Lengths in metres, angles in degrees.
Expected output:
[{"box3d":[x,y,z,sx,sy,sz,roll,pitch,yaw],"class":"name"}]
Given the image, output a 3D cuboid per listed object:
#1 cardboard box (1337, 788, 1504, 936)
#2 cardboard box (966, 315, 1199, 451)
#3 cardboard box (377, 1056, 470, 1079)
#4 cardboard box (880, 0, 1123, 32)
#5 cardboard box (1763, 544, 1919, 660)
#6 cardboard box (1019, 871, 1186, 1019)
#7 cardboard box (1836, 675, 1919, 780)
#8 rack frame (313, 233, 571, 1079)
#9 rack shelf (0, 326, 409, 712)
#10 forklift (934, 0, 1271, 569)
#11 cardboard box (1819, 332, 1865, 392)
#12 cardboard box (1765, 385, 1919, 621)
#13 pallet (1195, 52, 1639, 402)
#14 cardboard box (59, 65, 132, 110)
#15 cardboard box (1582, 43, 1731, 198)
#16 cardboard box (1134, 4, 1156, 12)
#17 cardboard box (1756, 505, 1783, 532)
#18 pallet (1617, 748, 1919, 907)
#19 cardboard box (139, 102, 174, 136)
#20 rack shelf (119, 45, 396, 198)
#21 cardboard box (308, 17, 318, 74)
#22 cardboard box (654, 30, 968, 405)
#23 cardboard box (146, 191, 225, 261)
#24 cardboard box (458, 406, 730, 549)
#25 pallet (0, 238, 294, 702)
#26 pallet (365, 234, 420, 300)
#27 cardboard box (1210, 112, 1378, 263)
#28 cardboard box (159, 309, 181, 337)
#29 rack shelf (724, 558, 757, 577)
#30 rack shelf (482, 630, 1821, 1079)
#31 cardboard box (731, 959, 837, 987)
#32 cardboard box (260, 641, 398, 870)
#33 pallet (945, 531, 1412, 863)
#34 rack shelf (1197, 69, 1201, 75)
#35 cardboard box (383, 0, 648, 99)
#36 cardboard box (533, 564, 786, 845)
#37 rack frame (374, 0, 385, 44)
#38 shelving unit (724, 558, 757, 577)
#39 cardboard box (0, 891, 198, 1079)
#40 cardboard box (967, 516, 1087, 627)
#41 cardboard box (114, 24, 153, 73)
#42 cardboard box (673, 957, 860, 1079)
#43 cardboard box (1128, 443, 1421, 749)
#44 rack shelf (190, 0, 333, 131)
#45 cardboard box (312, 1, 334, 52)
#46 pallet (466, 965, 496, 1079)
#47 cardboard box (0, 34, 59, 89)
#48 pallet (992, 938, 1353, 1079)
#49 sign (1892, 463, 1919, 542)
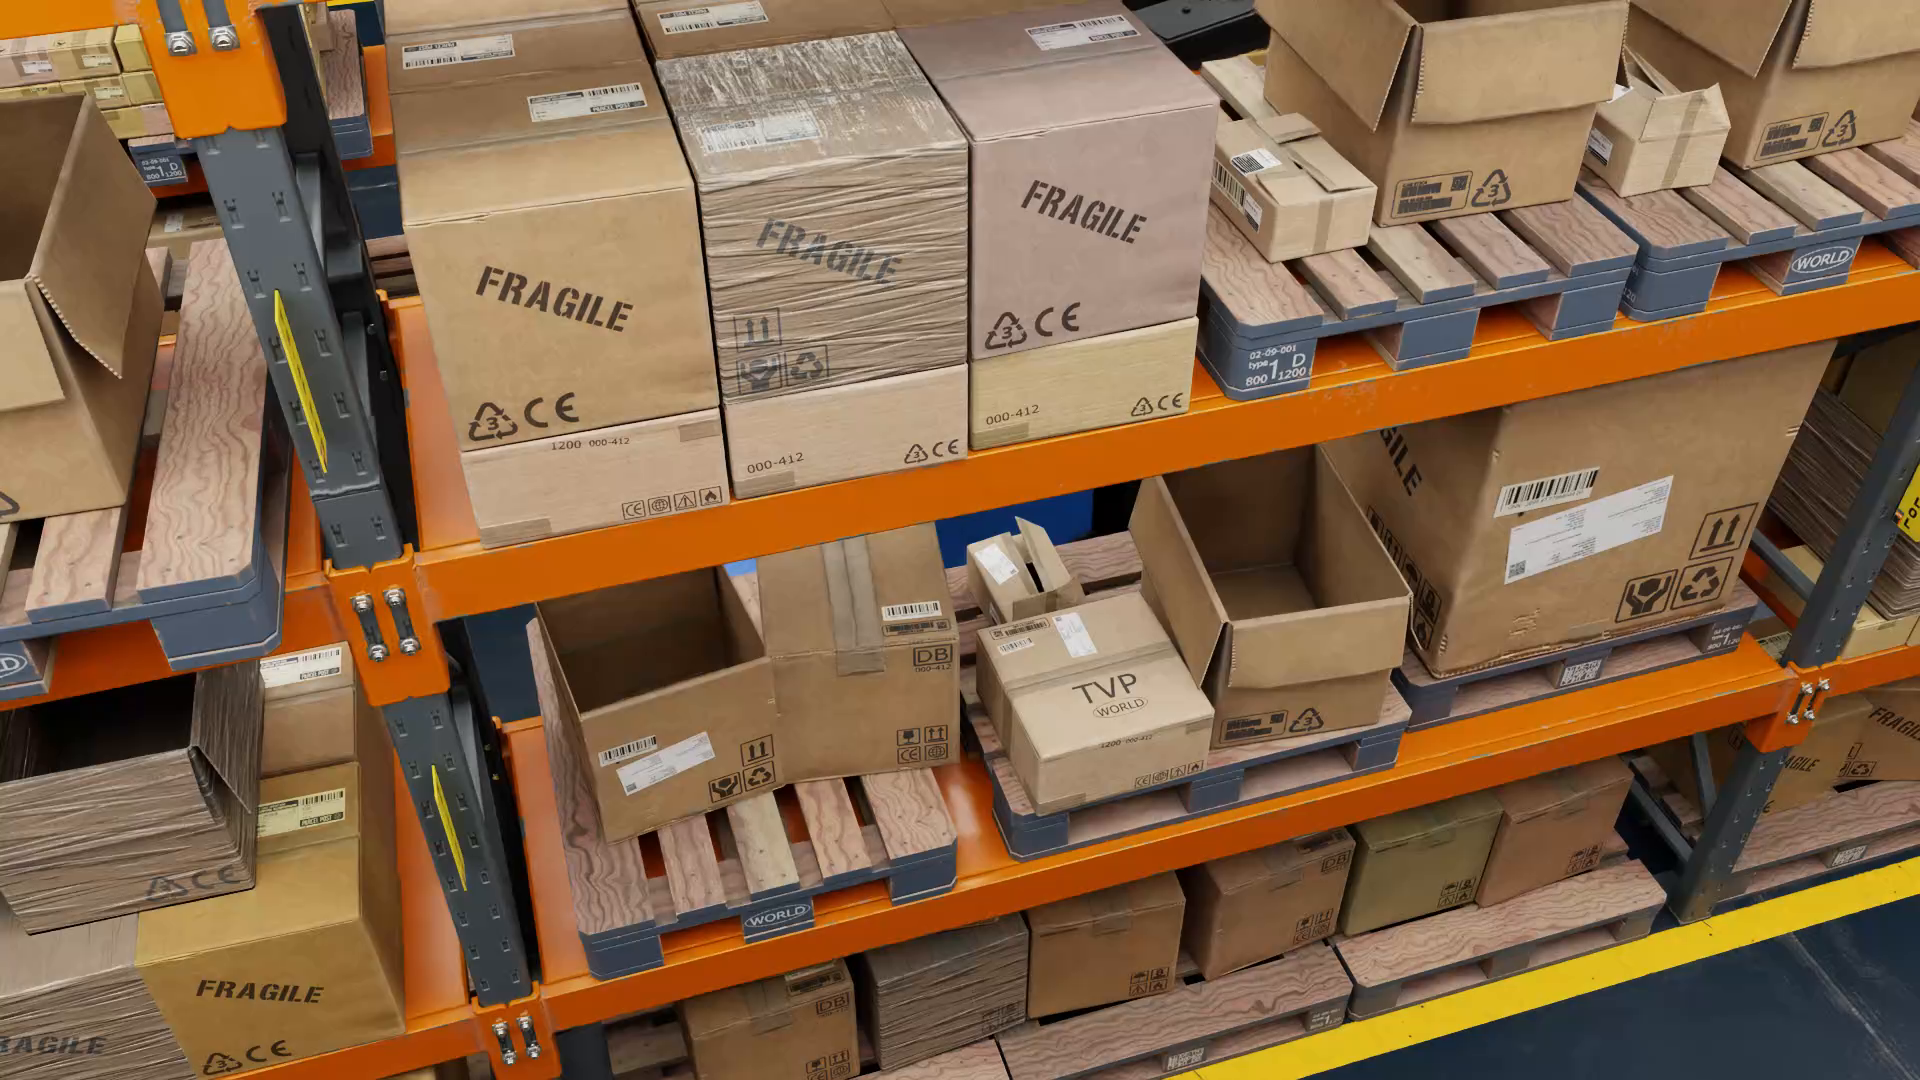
[{"box3d":[1.456,0.908,5.846,0.500,0.500,0.700,-12,43,-13],"class":"cardboard box"},{"box3d":[0.196,-0.483,3.707,0.500,0.250,0.500,-11,42,-12],"class":"cardboard box"},{"box3d":[-1.971,1.497,4.901,0.875,0.875,1.225,-14,43,-15],"class":"cardboard box"},{"box3d":[0.036,-1.071,3.810,0.500,0.500,0.500,-11,42,-12],"class":"cardboard box"},{"box3d":[2.804,0.182,5.302,0.250,0.149,0.380,-12,42,-13],"class":"cardboard box"},{"box3d":[0.391,1.129,5.593,0.500,0.500,0.700,-8,42,-9],"class":"cardboard box"},{"box3d":[3.447,0.553,6.268,0.500,0.500,0.500,1,41,1],"class":"cardboard box"},{"box3d":[-1.306,0.732,4.482,0.127,3.000,1.000,-12,42,-13],"class":"rack frame"},{"box3d":[-3.214,0.269,3.279,4.000,0.370,1.077,-12,42,-13],"class":"rack shelf"},{"box3d":[0.630,-1.359,6.927,3.031,2.935,1.130,-26,47,-26],"class":"forklift"},{"box3d":[2.856,-0.846,5.226,0.500,0.500,0.500,-12,42,-13],"class":"cardboard box"},{"box3d":[2.957,-0.258,5.313,0.500,0.500,0.875,-12,42,-13],"class":"cardboard box"},{"box3d":[0.900,-0.855,4.162,1.003,0.211,1.213,-12,42,-13],"class":"pallet"},{"box3d":[-3.777,-2.036,7.296,0.250,0.149,0.380,-12,42,-13],"class":"cardboard box"},{"box3d":[1.642,-1.047,4.021,0.258,0.266,0.396,-10,42,-12],"class":"cardboard box"},{"box3d":[0.698,-2.958,8.629,0.500,0.500,0.500,-12,43,-13],"class":"cardboard box"},{"box3d":[2.626,-0.191,5.729,0.250,0.149,0.380,-12,42,-13],"class":"cardboard box"},{"box3d":[3.139,0.837,6.481,1.213,0.211,1.003,-12,42,-13],"class":"pallet"},{"box3d":[-3.515,-1.979,7.457,0.250,0.149,0.380,-11,42,-12],"class":"cardboard box"},{"box3d":[-4.607,-1.734,7.852,4.000,0.370,1.077,-12,42,-13],"class":"rack shelf"},{"box3d":[-3.034,-2.193,7.475,0.250,0.149,0.380,-11,42,-12],"class":"cardboard box"},{"box3d":[-0.296,-0.653,3.331,0.500,0.500,0.500,-11,42,-13],"class":"cardboard box"},{"box3d":[-3.752,-1.493,8.040,0.500,0.250,0.500,-11,42,-12],"class":"cardboard box"},{"box3d":[-0.782,-0.274,3.468,0.500,0.250,0.500,-11,42,-12],"class":"cardboard box"},{"box3d":[-1.904,-0.166,3.373,1.003,0.211,1.213,-10,42,-11],"class":"pallet"},{"box3d":[-3.446,-1.197,8.809,1.213,0.211,1.003,-12,42,-13],"class":"pallet"},{"box3d":[0.751,-0.825,3.842,0.250,0.166,0.380,-13,43,-14],"class":"cardboard box"},{"box3d":[-3.745,-1.223,8.300,0.500,0.500,0.500,-10,42,-11],"class":"cardboard box"},{"box3d":[-1.029,0.193,6.512,1.000,0.185,0.538,-14,43,-16],"class":"rack shelf"},{"box3d":[0.601,0.608,5.171,4.000,0.370,1.077,-12,42,-13],"class":"rack shelf"},{"box3d":[-0.676,1.074,5.086,0.500,0.250,0.500,-10,42,-11],"class":"cardboard box"},{"box3d":[-1.852,0.620,4.534,0.500,0.500,0.500,-11,42,-12],"class":"cardboard box"},{"box3d":[0.570,0.387,5.022,1.213,0.211,1.003,-12,42,-13],"class":"pallet"},{"box3d":[3.023,-3.315,9.661,4.000,0.370,1.077,-12,42,-13],"class":"rack shelf"},{"box3d":[-0.926,-0.875,3.585,0.500,0.500,0.500,-11,42,-12],"class":"cardboard box"},{"box3d":[-0.803,0.404,4.462,0.500,0.500,0.500,-17,44,-18],"class":"cardboard box"},{"box3d":[-2.700,-2.401,8.067,0.127,3.000,1.000,-12,42,-13],"class":"rack frame"},{"box3d":[-1.029,0.058,6.394,1.048,1.500,0.538,-14,43,-16],"class":"shelving unit"},{"box3d":[-2.180,1.042,4.051,0.500,0.500,0.500,-12,43,-13],"class":"cardboard box"},{"box3d":[0.203,0.126,4.959,0.258,0.266,0.396,-13,43,-14],"class":"cardboard box"},{"box3d":[-3.520,-2.204,7.261,0.250,0.149,0.380,-10,42,-12],"class":"cardboard box"},{"box3d":[-0.673,1.363,5.325,0.500,0.500,0.700,-14,43,-15],"class":"cardboard box"},{"box3d":[0.883,0.145,4.756,0.637,0.503,0.797,-8,42,-9],"class":"cardboard box"},{"box3d":[0.601,-1.501,3.329,4.000,0.370,1.077,-12,42,-13],"class":"rack shelf"},{"box3d":[-3.187,-2.502,8.056,0.250,0.149,0.380,-12,43,-14],"class":"cardboard box"},{"box3d":[-2.081,1.891,5.275,1.213,0.211,1.003,-12,42,-13],"class":"pallet"},{"box3d":[-4.005,-2.104,7.148,0.250,0.149,0.380,-12,42,-13],"class":"cardboard box"},{"box3d":[0.601,1.390,5.848,1.213,0.211,1.003,-12,42,-13],"class":"pallet"},{"box3d":[2.679,-0.147,4.608,0.005,0.325,0.100,-12,42,-13],"class":"sign"}]
